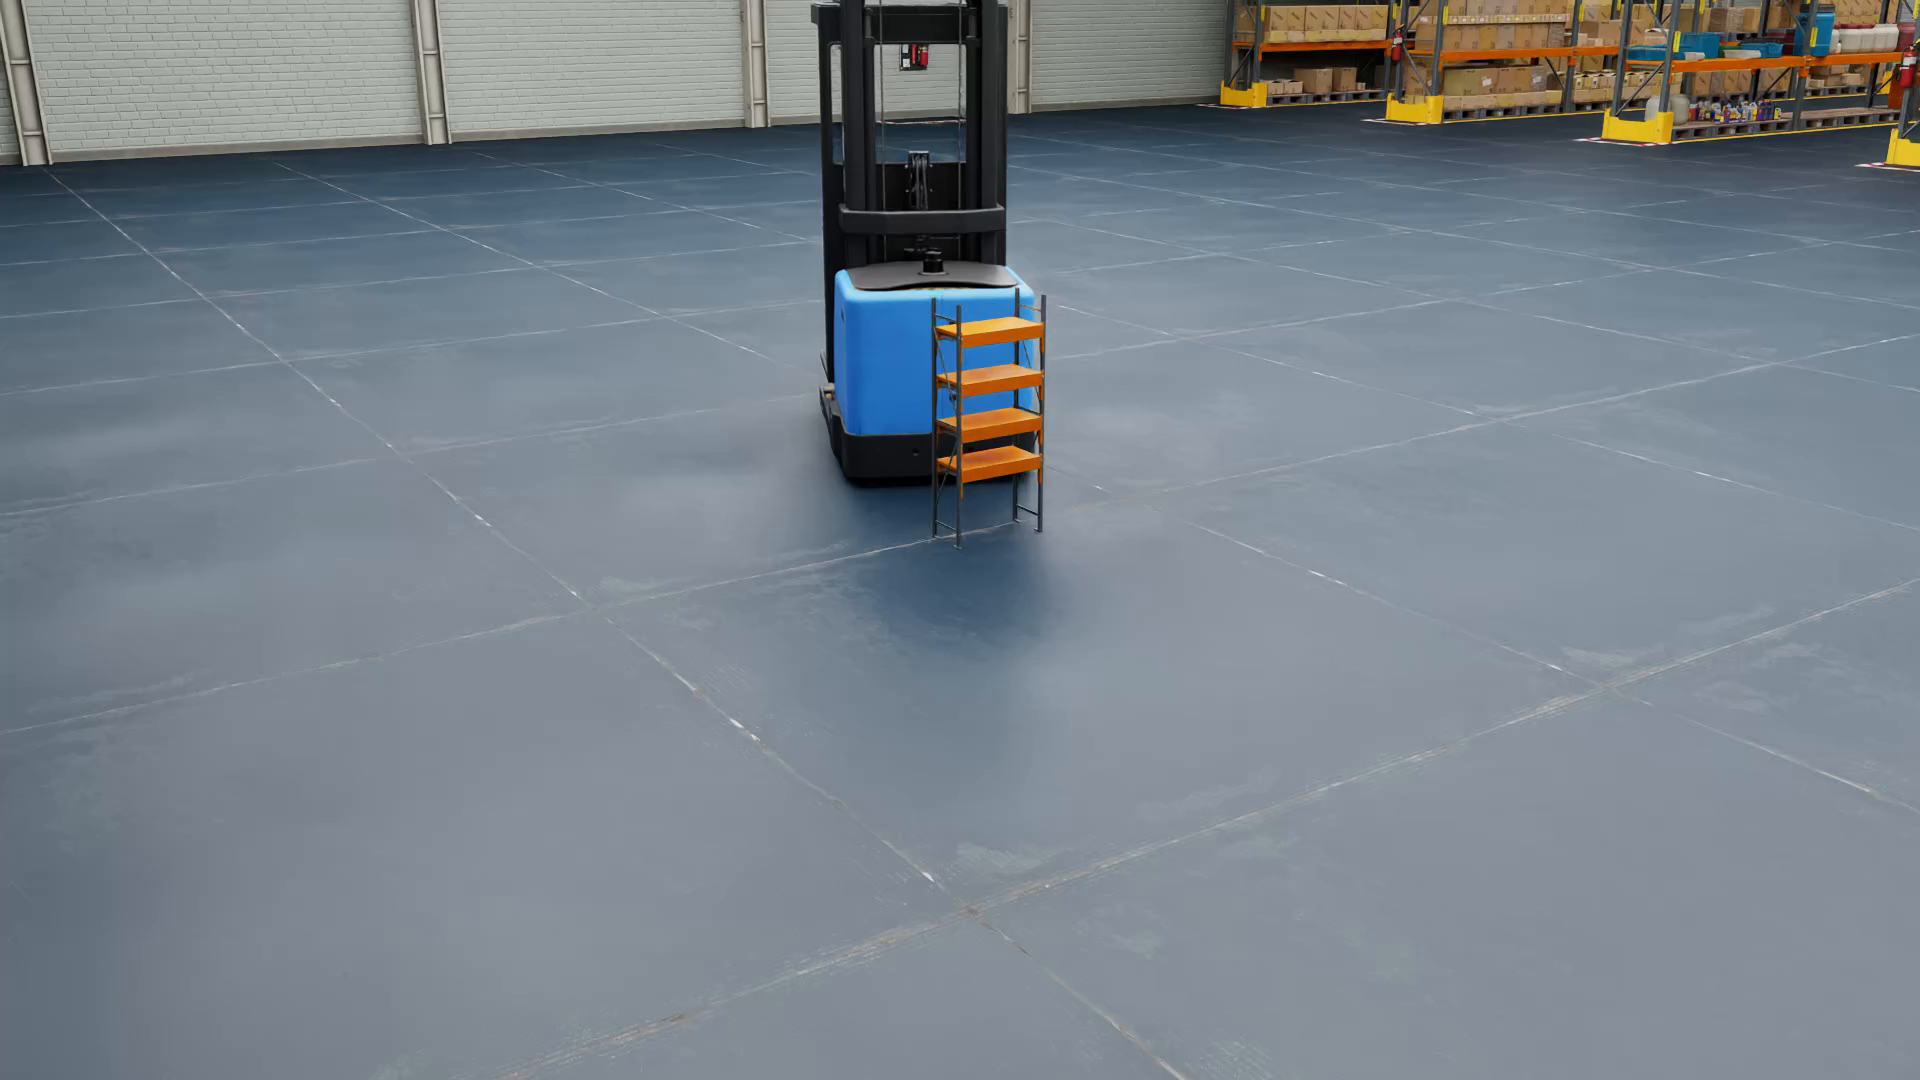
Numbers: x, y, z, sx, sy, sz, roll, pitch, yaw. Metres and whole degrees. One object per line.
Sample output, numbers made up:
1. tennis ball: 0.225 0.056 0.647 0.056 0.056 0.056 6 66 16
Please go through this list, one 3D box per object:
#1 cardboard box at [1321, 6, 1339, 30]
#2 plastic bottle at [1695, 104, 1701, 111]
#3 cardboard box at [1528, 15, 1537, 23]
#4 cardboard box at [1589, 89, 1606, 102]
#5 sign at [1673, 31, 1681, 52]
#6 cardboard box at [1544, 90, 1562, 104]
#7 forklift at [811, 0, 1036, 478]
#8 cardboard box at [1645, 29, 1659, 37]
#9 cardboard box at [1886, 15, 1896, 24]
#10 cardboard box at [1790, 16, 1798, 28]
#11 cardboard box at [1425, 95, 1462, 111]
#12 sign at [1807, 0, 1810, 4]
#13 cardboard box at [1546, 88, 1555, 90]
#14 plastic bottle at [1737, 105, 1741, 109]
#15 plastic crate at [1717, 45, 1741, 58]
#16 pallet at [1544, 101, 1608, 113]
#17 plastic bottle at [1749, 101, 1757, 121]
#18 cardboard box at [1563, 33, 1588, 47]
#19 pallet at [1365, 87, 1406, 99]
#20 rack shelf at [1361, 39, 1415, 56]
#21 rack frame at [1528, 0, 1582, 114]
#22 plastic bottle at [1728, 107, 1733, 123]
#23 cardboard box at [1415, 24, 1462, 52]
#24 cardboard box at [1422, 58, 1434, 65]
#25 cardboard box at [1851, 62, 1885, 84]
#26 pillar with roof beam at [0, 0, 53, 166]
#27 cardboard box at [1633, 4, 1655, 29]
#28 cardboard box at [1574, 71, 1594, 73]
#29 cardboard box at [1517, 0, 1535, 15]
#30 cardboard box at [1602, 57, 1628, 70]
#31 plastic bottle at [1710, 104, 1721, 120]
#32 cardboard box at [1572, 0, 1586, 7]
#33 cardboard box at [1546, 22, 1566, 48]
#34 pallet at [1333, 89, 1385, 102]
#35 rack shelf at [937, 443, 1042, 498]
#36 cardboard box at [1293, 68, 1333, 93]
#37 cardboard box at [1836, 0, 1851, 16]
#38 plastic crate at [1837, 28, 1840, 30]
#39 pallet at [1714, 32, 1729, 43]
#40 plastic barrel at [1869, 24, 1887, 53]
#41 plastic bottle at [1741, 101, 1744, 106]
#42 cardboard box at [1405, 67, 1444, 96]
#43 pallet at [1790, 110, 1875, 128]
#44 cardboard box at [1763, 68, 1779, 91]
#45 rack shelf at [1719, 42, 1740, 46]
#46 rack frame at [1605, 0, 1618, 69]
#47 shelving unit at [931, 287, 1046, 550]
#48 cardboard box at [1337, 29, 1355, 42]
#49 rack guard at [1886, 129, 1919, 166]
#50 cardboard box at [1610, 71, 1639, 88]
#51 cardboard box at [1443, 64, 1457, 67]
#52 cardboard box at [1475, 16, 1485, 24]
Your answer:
1. cardboard box: 7.966 -11.485 36.565 0.500 0.500 0.500 -11 22 -30
2. plastic bottle: 13.207 -7.690 29.874 0.135 0.276 0.152 -13 22 -33
3. cardboard box: 11.232 -10.371 33.068 0.250 0.149 0.380 -12 22 -32
4. cardboard box: 13.093 -9.291 34.680 0.500 0.250 0.500 -11 22 -30
5. sign: 11.872 -8.253 27.541 0.005 0.325 0.100 -12 22 -31
6. cardboard box: 11.925 -9.056 33.987 0.500 0.250 0.500 -12 22 -31
7. forklift: -0.303 -2.153 10.036 1.130 2.935 3.031 -3 19 -8
8. cardboard box: 14.679 -10.857 35.814 0.500 0.311 0.500 -12 22 -32
9. cardboard box: 21.990 -12.309 39.815 0.500 0.500 0.500 -11 22 -30
10. cardboard box: 19.449 -11.773 38.230 0.500 0.500 0.500 -11 22 -30
11. cardboard box: 9.422 -8.527 32.420 0.500 0.250 0.500 -12 22 -31
12. sign: 19.182 -12.110 37.573 0.005 0.325 0.100 -12 22 -31
13. cardboard box: 12.379 -9.347 34.846 0.500 0.250 0.500 -12 22 -32
14. plastic bottle: 13.907 -7.616 29.642 0.133 0.283 0.061 -12 22 -31
15. plastic crate: 13.624 -8.710 29.657 0.662 0.188 0.450 -12 22 -31
16. pallet: 12.786 -9.119 34.889 1.213 0.211 1.003 -12 22 -31
17. plastic bottle: 14.104 -7.647 29.629 0.185 0.351 0.144 -12 22 -32
18. cardboard box: 12.579 -10.327 34.343 0.500 0.250 0.500 -10 21 -28
19. pallet: 10.114 -10.441 38.799 1.213 0.211 1.003 -12 22 -31
20. rack shelf: 11.135 -11.636 39.103 4.000 0.370 1.077 -12 22 -31
21. rack frame: 12.192 -10.300 34.028 0.127 3.000 1.000 -12 22 -31
22. plastic bottle: 13.545 -7.482 29.266 0.097 0.271 0.097 0 19 0
23. cardboard box: 9.248 -9.722 32.161 0.500 0.500 0.700 -12 22 -31
24. cardboard box: 10.869 -11.309 39.058 0.500 0.250 0.500 -13 22 -33
25. cardboard box: 21.896 -11.276 40.132 0.500 0.500 0.500 -12 22 -31
26. pillar with roof beam: -11.444 -8.738 20.039 0.400 9.000 9.100 -12 22 -31
27. cardboard box: 17.221 -13.394 42.711 0.700 0.700 0.980 -13 22 -33
28. cardboard box: 13.222 -9.791 35.283 0.500 0.311 0.500 -12 22 -32
29. cardboard box: 10.985 -10.705 33.043 0.500 0.500 0.700 -12 22 -31
30. cardboard box: 16.827 -12.153 42.755 0.500 0.500 0.700 -12 22 -31
31. plastic bottle: 13.601 -7.718 29.957 0.135 0.276 0.152 -12 22 -31
32. cardboard box: 15.038 -13.258 40.956 0.500 0.250 0.500 -11 22 -30
33. cardboard box: 11.825 -10.268 33.776 0.500 0.500 0.700 -13 22 -33
34. pallet: 8.923 -10.176 38.014 1.213 0.211 1.003 -12 22 -31
35. rack shelf: 0.138 -0.346 8.224 0.480 0.148 0.258 -12 22 -31
36. cardboard box: 7.868 -10.258 37.120 0.500 0.500 0.700 -14 23 -35
37. cardboard box: 20.282 -12.419 38.579 0.500 0.500 0.500 -13 22 -33
38. plastic crate: 16.736 -9.507 31.581 0.583 0.464 0.402 -12 22 -31
39. pallet: 16.060 -11.052 36.551 1.003 0.211 1.213 -12 22 -31
40. plastic barrel: 17.161 -9.419 31.249 0.421 0.512 0.421 0 19 0
41. plastic bottle: 14.406 -7.951 30.654 0.097 0.271 0.097 0 19 0
42. cardboard box: 9.136 -9.021 32.712 0.500 0.500 0.500 -12 22 -31
43. pallet: 16.568 -8.018 31.633 1.213 0.211 1.003 -12 22 -31
44. cardboard box: 18.202 -10.485 37.791 0.500 0.500 0.500 -12 22 -31
45. rack shelf: 17.203 -11.016 37.269 4.000 0.370 1.077 -12 22 -31
46. rack frame: 16.146 -13.033 42.113 0.127 3.000 1.000 -12 22 -31
47. shelving unit: 0.138 -0.598 8.139 0.503 1.200 0.258 -12 22 -31
48. cardboard box: 8.404 -11.220 36.952 0.500 0.250 0.500 -12 22 -32
49. rack guard: 14.360 -5.774 24.544 0.348 0.500 1.175 -12 22 -31
50. cardboard box: 13.958 -9.739 35.131 0.500 0.311 0.500 -11 22 -30
51. cardboard box: 11.339 -11.058 39.485 0.500 0.500 0.700 -12 22 -32
52. cardboard box: 9.938 -10.096 32.256 0.250 0.149 0.380 -12 22 -32
